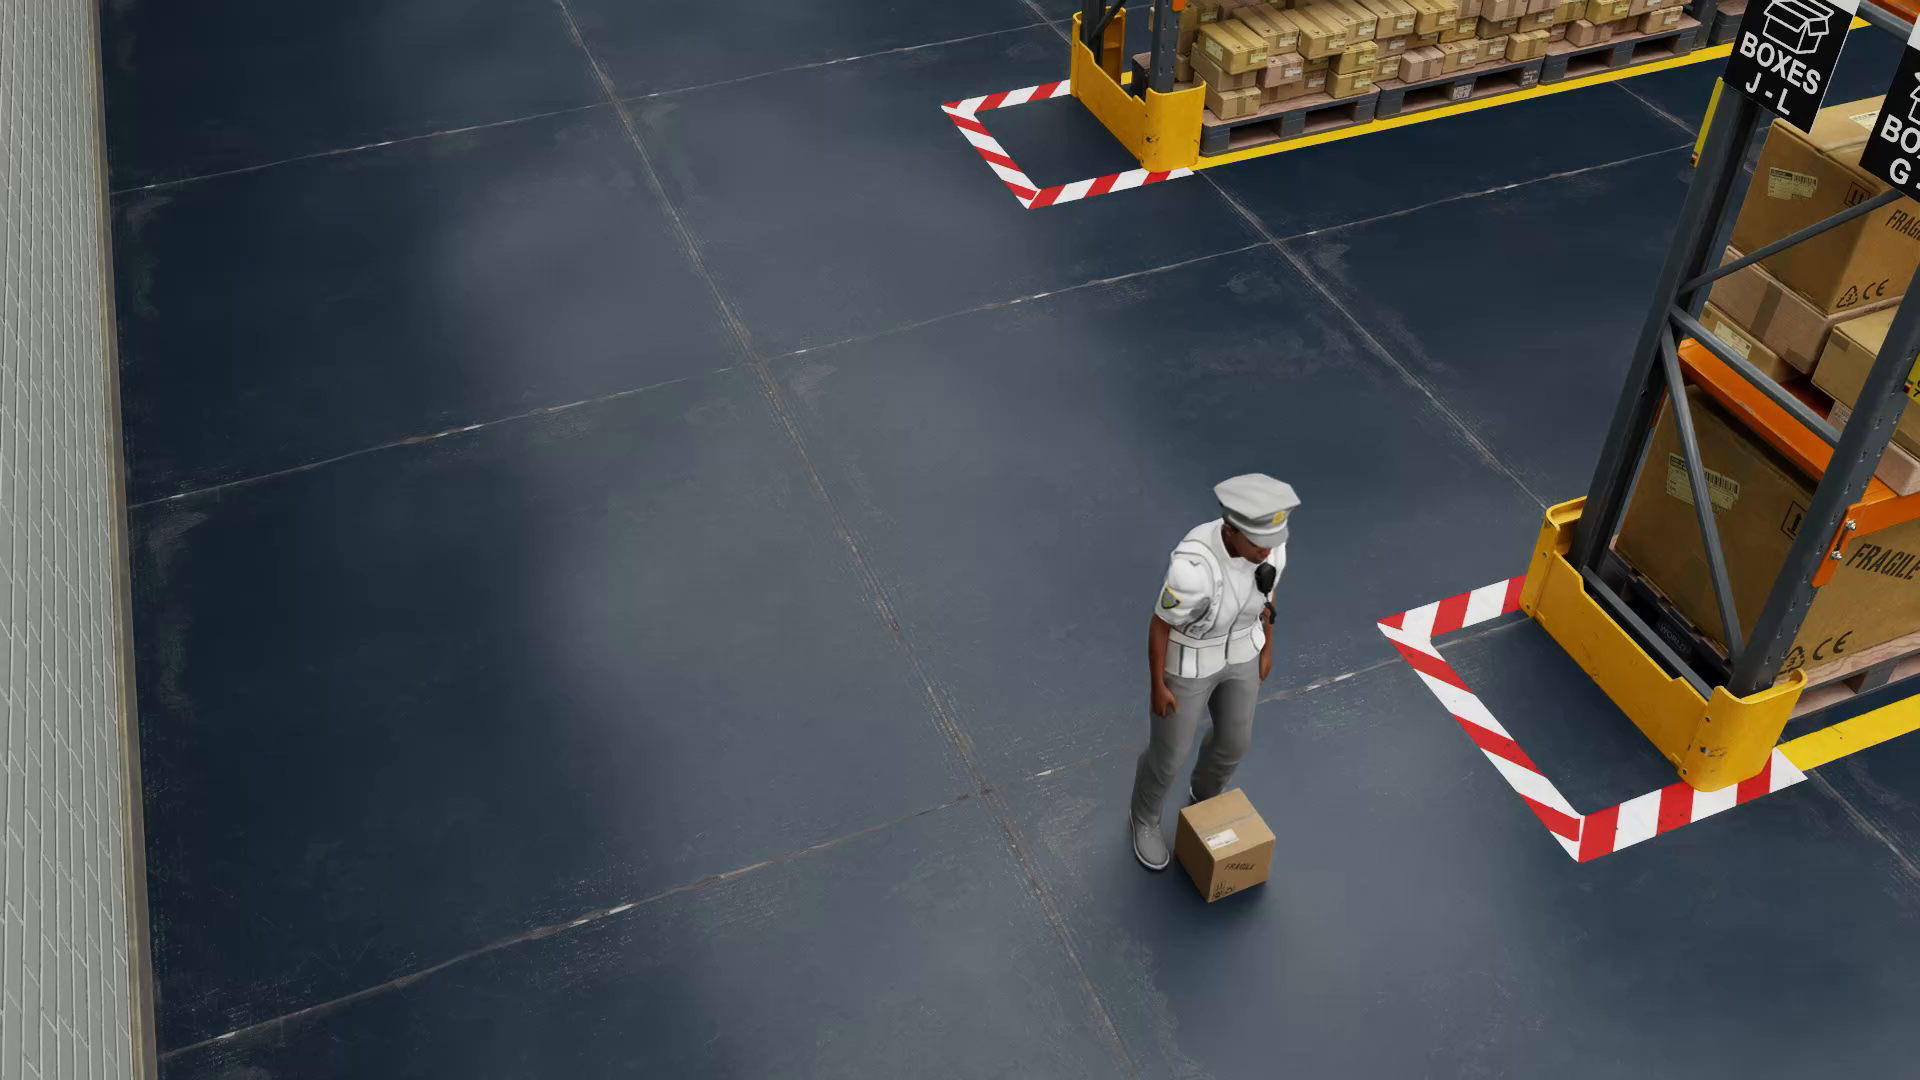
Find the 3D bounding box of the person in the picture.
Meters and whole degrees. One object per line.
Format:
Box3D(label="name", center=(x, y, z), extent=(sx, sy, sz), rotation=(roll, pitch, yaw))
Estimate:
Box3D(label="person", center=(0.850, 0.432, 5.682), extent=(0.521, 1.657, 0.395), rotation=(-18, 45, -19))
